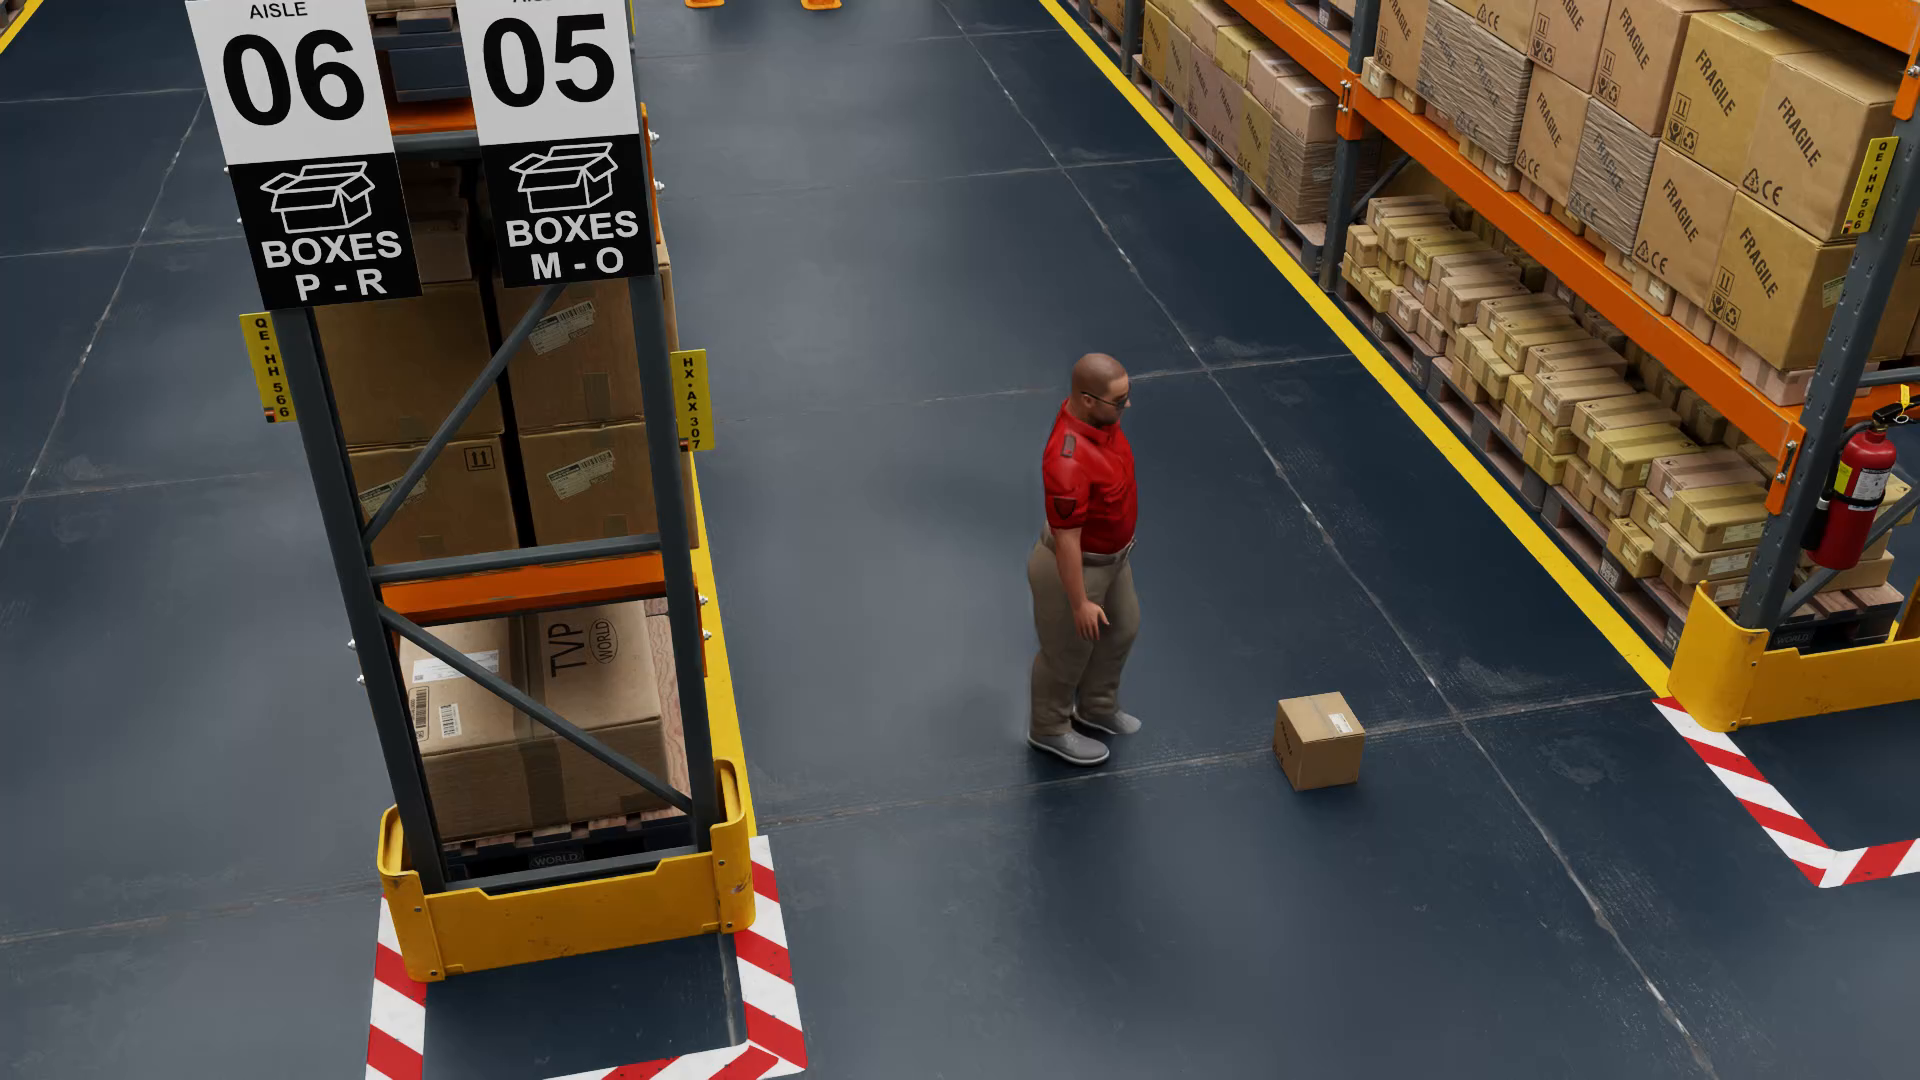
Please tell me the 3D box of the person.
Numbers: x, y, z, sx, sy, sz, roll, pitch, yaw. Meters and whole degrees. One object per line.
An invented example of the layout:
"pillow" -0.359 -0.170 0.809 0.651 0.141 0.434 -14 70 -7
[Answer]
"person" 0.472 0.126 6.012 0.419 1.798 0.553 11 36 16
